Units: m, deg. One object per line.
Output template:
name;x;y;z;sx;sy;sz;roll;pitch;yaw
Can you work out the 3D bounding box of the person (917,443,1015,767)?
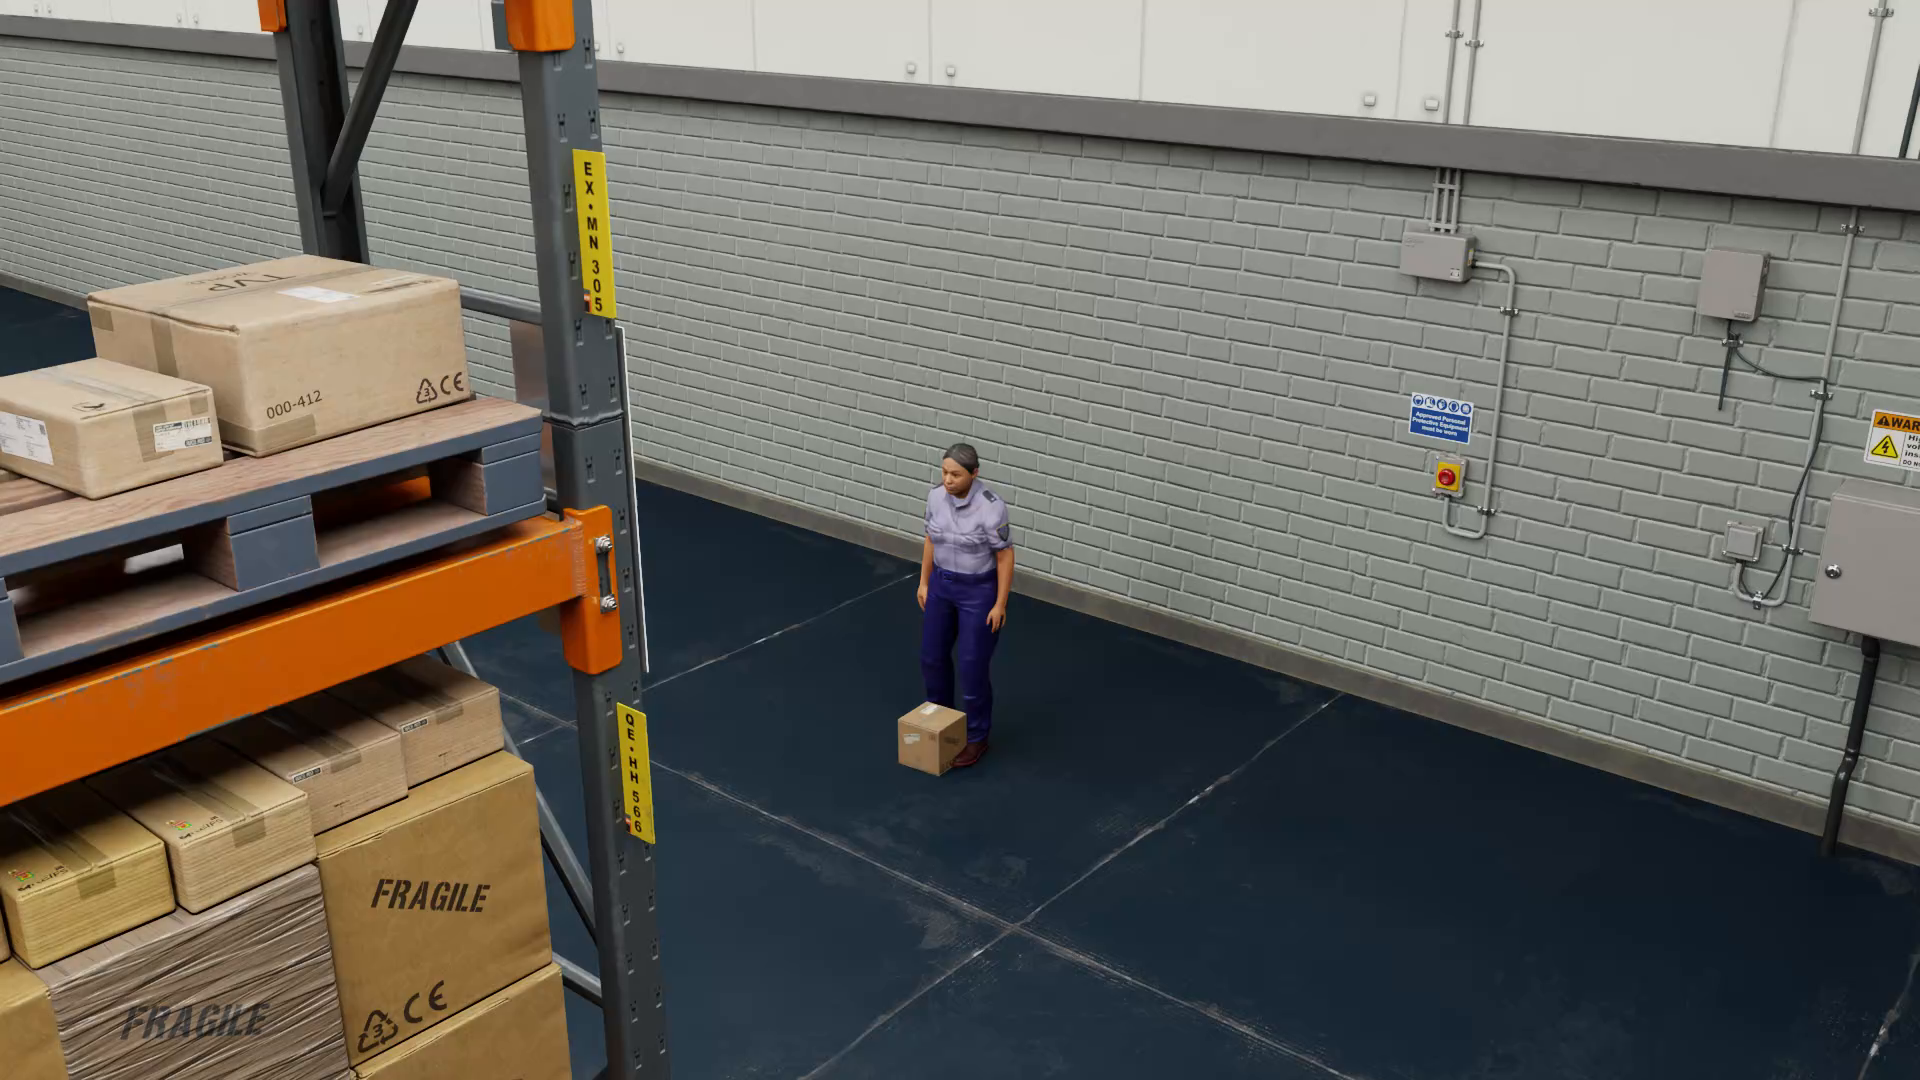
person;-0.006;0.293;8.304;0.557;1.647;0.425;14;25;33
